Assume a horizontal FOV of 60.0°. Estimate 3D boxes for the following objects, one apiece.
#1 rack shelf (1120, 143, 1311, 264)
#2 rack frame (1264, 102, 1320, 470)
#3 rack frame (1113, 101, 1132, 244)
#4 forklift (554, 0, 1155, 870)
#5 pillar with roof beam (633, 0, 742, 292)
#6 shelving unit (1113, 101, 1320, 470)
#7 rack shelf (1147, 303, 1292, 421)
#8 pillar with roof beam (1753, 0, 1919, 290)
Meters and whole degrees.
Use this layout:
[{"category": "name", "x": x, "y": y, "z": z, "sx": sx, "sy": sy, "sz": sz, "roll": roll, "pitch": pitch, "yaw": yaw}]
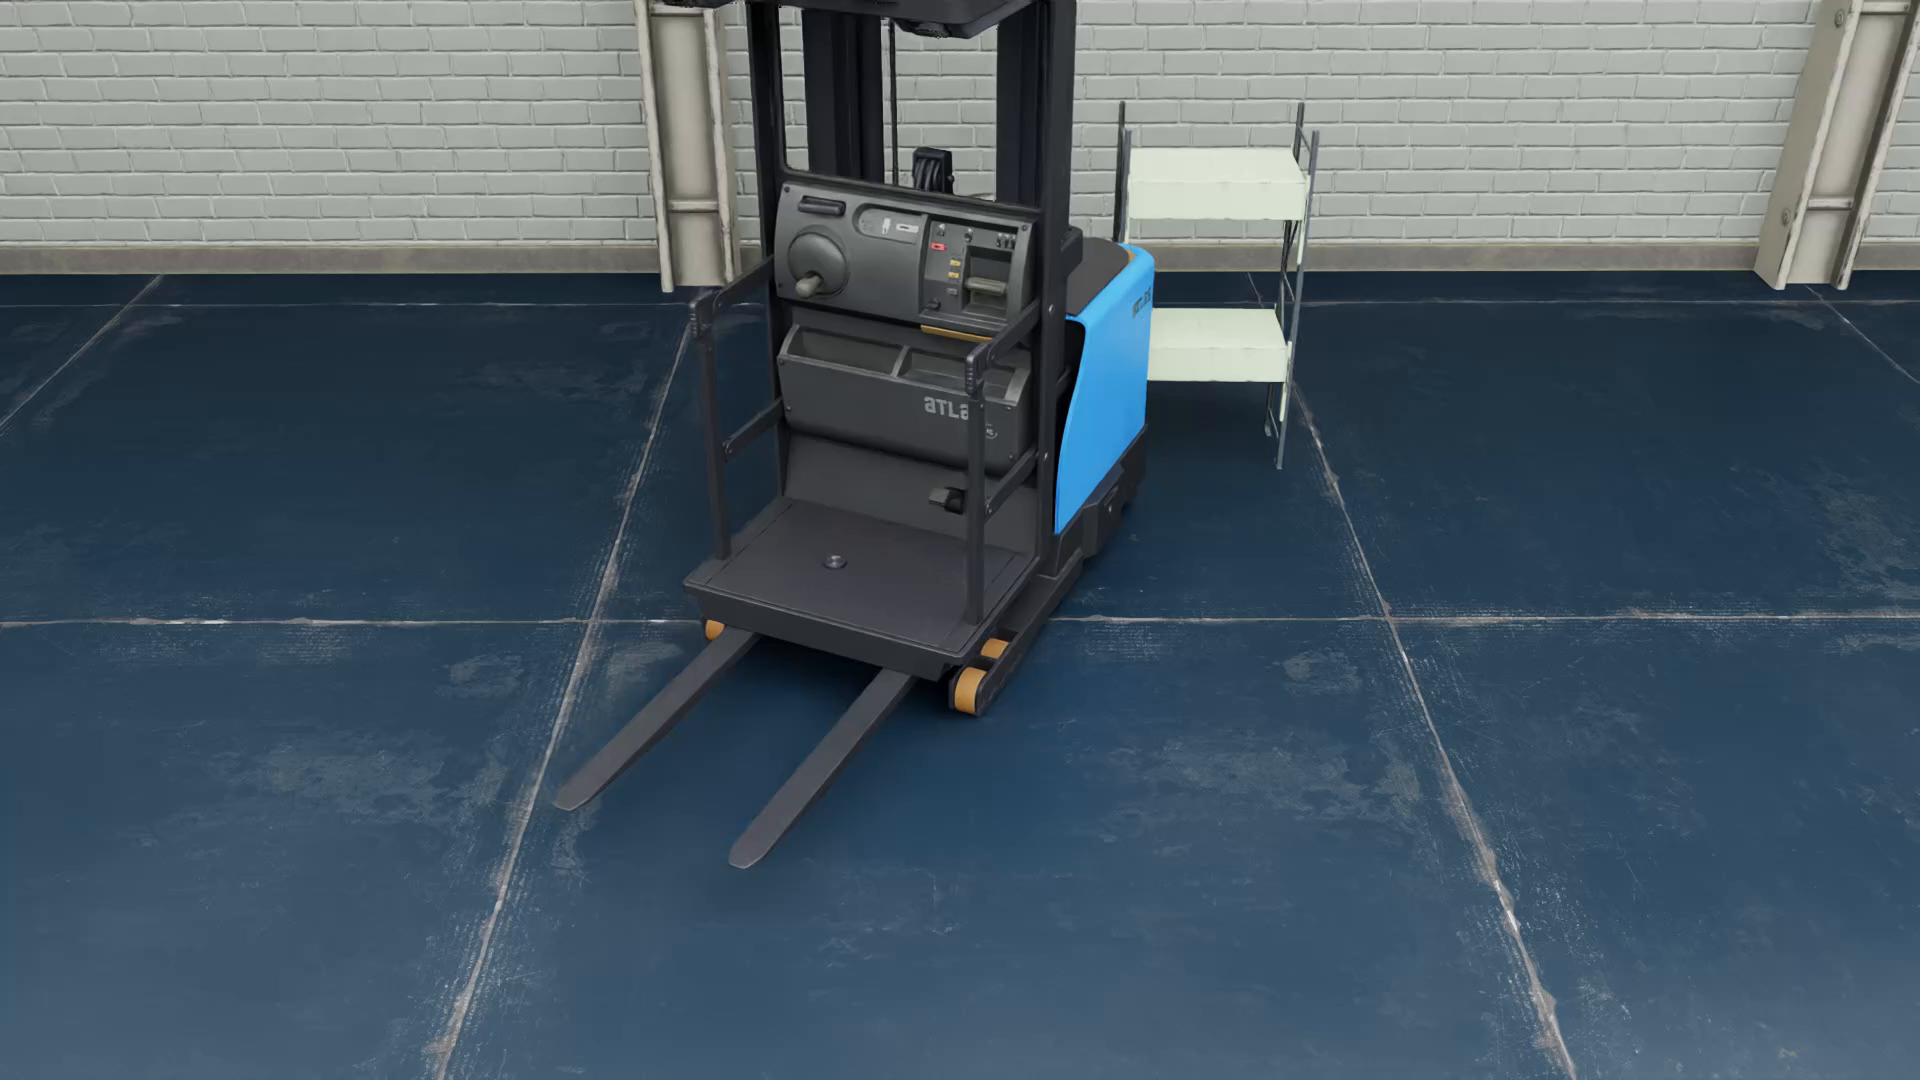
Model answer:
[{"category": "rack shelf", "x": 1.029, "y": -1.389, "z": 6.841, "sx": 0.720, "sy": 0.370, "sz": 0.431, "roll": 1, "pitch": 31, "yaw": 1}, {"category": "rack frame", "x": 1.395, "y": -1.051, "z": 7.037, "sx": 0.023, "sy": 1.500, "sz": 0.400, "roll": 1, "pitch": 31, "yaw": 1}, {"category": "rack frame", "x": 0.663, "y": -1.059, "z": 7.049, "sx": 0.023, "sy": 1.500, "sz": 0.400, "roll": 1, "pitch": 31, "yaw": 1}, {"category": "forklift", "x": -0.288, "y": -0.904, "z": 5.414, "sx": 1.130, "sy": 2.935, "sz": 3.031, "roll": 13, "pitch": 34, "yaw": 21}, {"category": "pillar with roof beam", "x": -1.379, "y": -3.028, "z": 3.066, "sx": 0.400, "sy": 9.000, "sz": 9.100, "roll": 0, "pitch": 31, "yaw": 0}, {"category": "shelving unit", "x": 1.029, "y": -1.055, "z": 7.043, "sx": 0.755, "sy": 1.500, "sz": 0.431, "roll": 1, "pitch": 31, "yaw": 1}, {"category": "rack shelf", "x": 1.029, "y": -0.776, "z": 7.212, "sx": 0.720, "sy": 0.370, "sz": 0.431, "roll": 1, "pitch": 31, "yaw": 1}, {"category": "pillar with roof beam", "x": 4.621, "y": -3.047, "z": 3.097, "sx": 0.400, "sy": 9.000, "sz": 9.100, "roll": 0, "pitch": 31, "yaw": 0}]
